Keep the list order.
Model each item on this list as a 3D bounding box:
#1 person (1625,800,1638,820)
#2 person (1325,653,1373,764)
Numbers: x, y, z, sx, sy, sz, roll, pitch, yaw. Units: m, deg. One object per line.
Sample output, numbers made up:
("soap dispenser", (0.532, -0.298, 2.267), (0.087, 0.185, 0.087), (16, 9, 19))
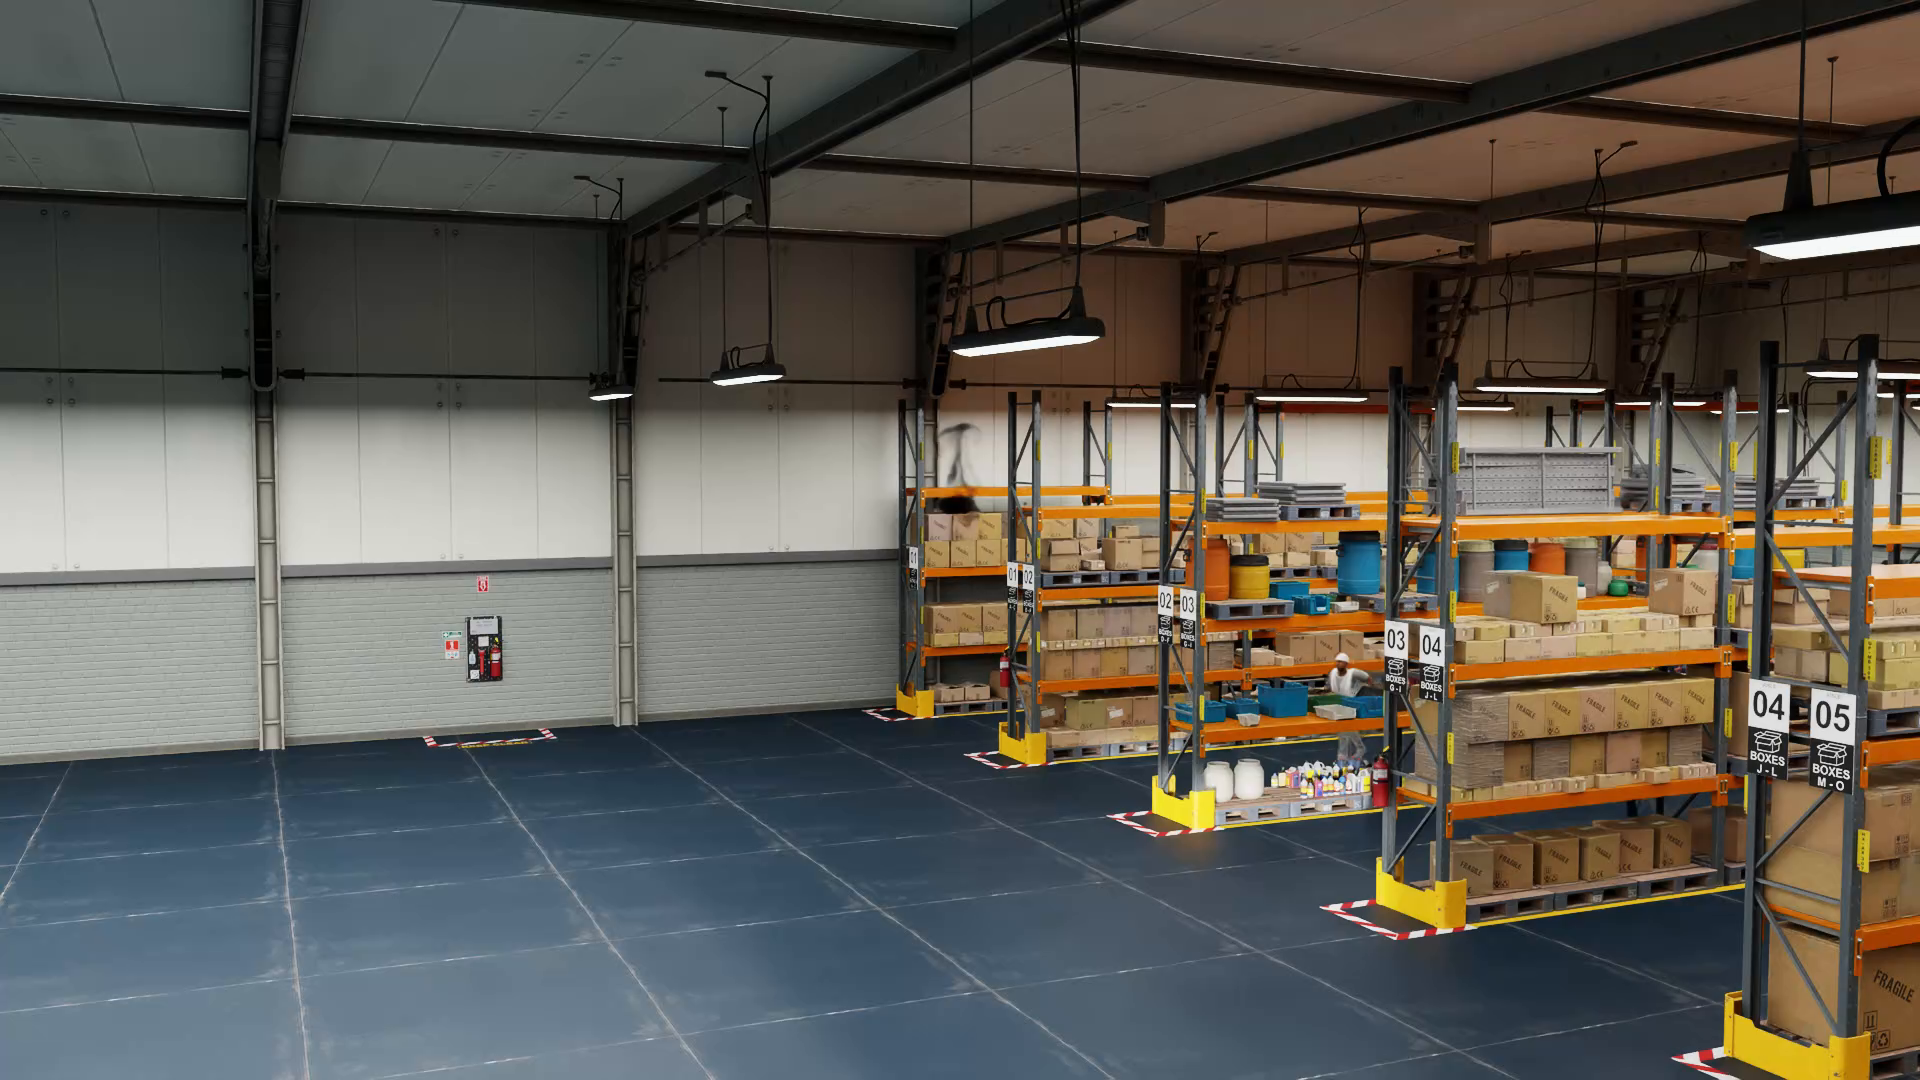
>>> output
("person", (8.880, 3.112, 22.315), (0.655, 1.511, 0.525), (-2, 4, -28))
("person", (6.229, 2.726, 26.718), (0.877, 1.843, 0.658), (-2, 4, -32))
